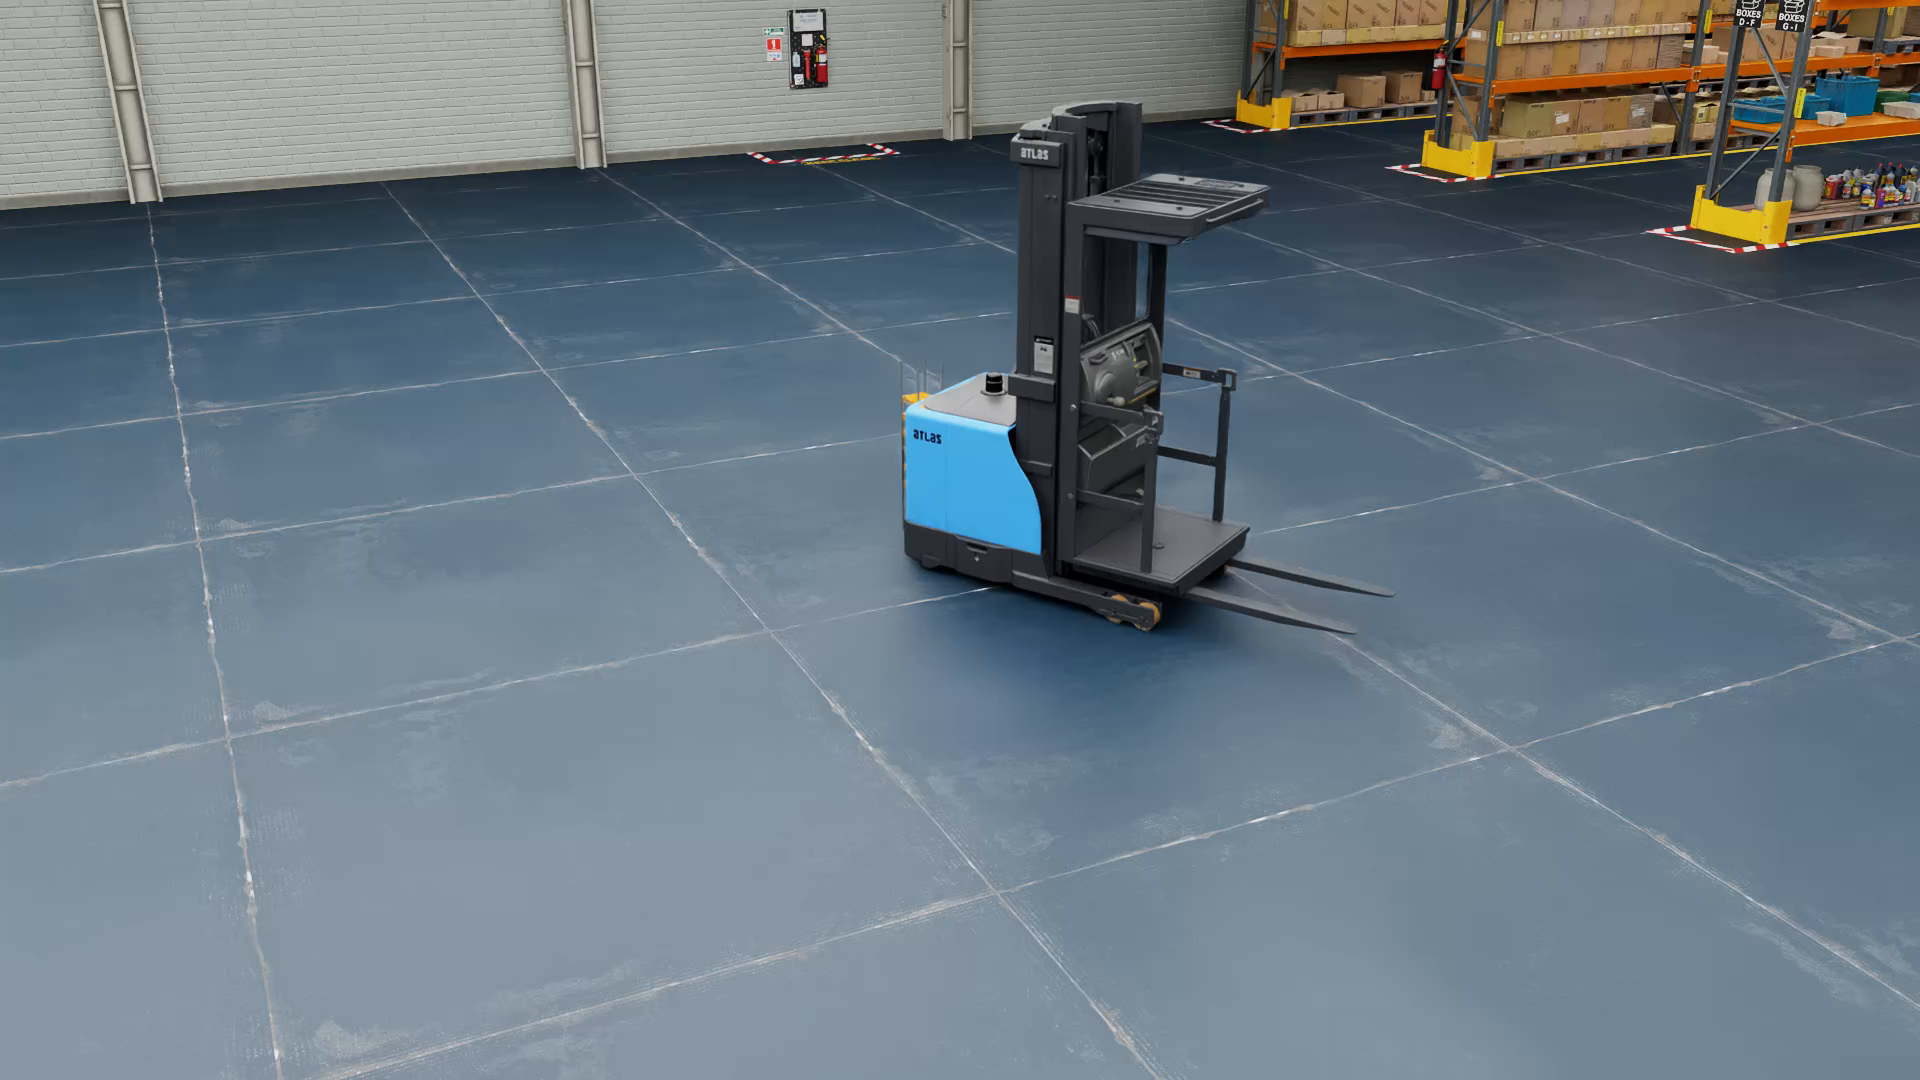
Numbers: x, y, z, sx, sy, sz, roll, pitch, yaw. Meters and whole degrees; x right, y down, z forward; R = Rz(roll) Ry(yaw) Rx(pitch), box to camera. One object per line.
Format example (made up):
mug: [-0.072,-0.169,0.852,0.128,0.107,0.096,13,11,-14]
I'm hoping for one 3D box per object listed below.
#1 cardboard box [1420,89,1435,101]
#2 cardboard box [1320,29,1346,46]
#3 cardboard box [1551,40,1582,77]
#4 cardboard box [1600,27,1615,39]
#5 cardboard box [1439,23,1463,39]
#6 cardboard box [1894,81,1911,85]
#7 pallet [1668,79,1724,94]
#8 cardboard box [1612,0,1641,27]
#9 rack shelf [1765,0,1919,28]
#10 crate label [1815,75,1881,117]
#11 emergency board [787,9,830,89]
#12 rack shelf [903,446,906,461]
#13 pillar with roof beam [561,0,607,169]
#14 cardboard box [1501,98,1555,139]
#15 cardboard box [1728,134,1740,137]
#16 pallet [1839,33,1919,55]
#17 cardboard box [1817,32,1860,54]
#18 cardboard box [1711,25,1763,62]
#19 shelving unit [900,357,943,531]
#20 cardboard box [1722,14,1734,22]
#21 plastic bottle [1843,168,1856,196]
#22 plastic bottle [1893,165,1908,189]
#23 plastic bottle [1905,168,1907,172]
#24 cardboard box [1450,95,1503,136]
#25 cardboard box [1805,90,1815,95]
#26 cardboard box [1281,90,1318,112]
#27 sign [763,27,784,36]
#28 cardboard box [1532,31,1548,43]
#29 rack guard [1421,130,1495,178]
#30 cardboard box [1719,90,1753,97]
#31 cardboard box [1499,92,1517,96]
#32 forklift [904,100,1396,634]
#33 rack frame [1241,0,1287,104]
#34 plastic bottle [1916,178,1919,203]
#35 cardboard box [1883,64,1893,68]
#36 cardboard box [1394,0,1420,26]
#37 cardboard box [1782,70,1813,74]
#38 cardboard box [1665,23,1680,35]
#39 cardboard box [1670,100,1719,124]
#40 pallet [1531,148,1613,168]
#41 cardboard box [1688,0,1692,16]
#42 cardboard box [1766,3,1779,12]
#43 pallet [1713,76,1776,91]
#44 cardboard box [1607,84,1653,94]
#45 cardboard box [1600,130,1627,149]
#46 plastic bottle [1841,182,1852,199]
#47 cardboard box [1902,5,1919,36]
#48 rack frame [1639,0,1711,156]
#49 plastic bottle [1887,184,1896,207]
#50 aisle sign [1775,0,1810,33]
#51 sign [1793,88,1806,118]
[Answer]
cardboard box: [8.239,-7.951,29.664,0.250,0.166,0.380,-14,26,-30]
cardboard box: [6.143,-8.495,28.019,0.500,0.250,0.500,-11,25,-25]
cardboard box: [8.603,-7.074,24.286,0.500,0.500,0.700,-10,25,-23]
cardboard box: [9.325,-7.421,24.276,0.250,0.149,0.380,-10,24,-22]
cardboard box: [8.413,-8.912,29.029,0.500,0.250,0.500,-10,25,-23]
cardboard box: [15.672,-7.483,28.098,0.500,0.500,0.500,-11,25,-26]
pallet: [14.153,-8.836,32.321,1.213,0.211,1.003,-10,25,-24]
cardboard box: [9.557,-7.852,24.469,0.500,0.500,0.700,-10,25,-24]
rack shelf: [11.203,-6.463,19.960,4.000,0.370,1.077,-10,25,-24]
crate label: [10.942,-5.493,20.551,0.616,0.435,0.502,-10,25,-24]
emergency board: [-2.290,-7.514,25.481,0.643,1.169,0.194,-10,25,-24]
rack shelf: [-0.254,-0.562,11.156,0.180,0.103,0.258,-14,26,-30]
pillar with roof beam: [-3.586,-8.204,19.304,0.400,9.000,9.100,-10,25,-24]
cardboard box: [8.285,-6.151,24.254,0.500,0.500,0.500,-10,25,-24]
cardboard box: [11.792,-6.438,25.928,0.500,0.250,0.500,-10,24,-22]
pallet: [15.045,-8.160,27.293,1.003,0.211,1.213,-10,25,-24]
cardboard box: [14.118,-8.026,26.834,0.500,0.311,0.500,-9,24,-20]
cardboard box: [12.034,-7.704,25.810,0.500,0.500,0.500,-9,24,-20]
shelving unit: [-0.254,-0.603,11.139,0.189,1.200,0.258,-14,26,-30]
cardboard box: [14.571,-10.026,31.852,0.250,0.149,0.380,-11,25,-25]
plastic bottle: [11.377,-4.597,21.322,0.185,0.351,0.144,-9,24,-21]
plastic bottle: [12.160,-4.680,21.522,0.185,0.351,0.144,-10,25,-24]
plastic bottle: [12.248,-4.721,21.720,0.135,0.276,0.152,-9,24,-22]
cardboard box: [7.610,-6.247,24.485,0.500,0.500,0.500,-10,25,-24]
cardboard box: [13.634,-7.035,26.636,0.500,0.311,0.500,-11,25,-24]
cardboard box: [5.766,-7.537,28.476,0.500,0.311,0.500,-14,26,-30]
sign: [-2.825,-7.717,25.232,0.331,0.109,0.001,-10,25,-24]
cardboard box: [8.165,-7.208,23.762,0.250,0.149,0.380,-10,25,-23]
rack guard: [7.234,-5.627,24.189,0.348,0.500,1.175,-10,25,-24]
cardboard box: [12.472,-7.050,26.673,0.500,0.311,0.500,-11,25,-24]
cardboard box: [9.808,-8.435,30.398,0.500,0.500,0.700,-11,25,-25]
forklift: [1.150,-1.045,9.943,3.031,2.935,1.130,14,26,31]
rack frame: [5.104,-8.492,27.843,0.127,3.000,1.000,-10,25,-24]
plastic bottle: [12.086,-4.429,20.916,0.185,0.351,0.144,-11,25,-24]
cardboard box: [18.934,-10.035,34.289,0.500,0.500,0.700,-10,25,-24]
cardboard box: [7.511,-9.092,28.483,0.500,0.500,0.500,-11,25,-25]
cardboard box: [16.635,-9.610,33.264,0.500,0.500,0.700,-10,25,-23]
cardboard box: [10.484,-7.636,24.795,0.250,0.149,0.380,-11,25,-25]
cardboard box: [11.340,-6.614,25.620,0.500,0.311,0.500,-10,25,-23]
pallet: [9.024,-5.839,25.080,1.213,0.211,1.003,-10,25,-24]
cardboard box: [13.337,-10.088,31.153,0.500,0.500,0.500,-10,24,-22]
cardboard box: [15.610,-10.512,32.177,0.500,0.500,0.500,-11,25,-24]
pallet: [15.254,-9.040,32.813,1.213,0.211,1.003,-10,25,-24]
cardboard box: [10.306,-6.750,25.700,0.500,0.500,0.500,-10,25,-24]
cardboard box: [9.638,-6.053,24.996,0.500,0.250,0.500,-10,25,-24]
plastic bottle: [11.300,-4.459,21.185,0.097,0.201,0.097,0,22,0]
cardboard box: [15.890,-8.582,27.381,0.500,0.500,0.700,-6,23,-14]
rack frame: [10.860,-7.449,25.323,0.127,3.000,1.000,-10,25,-24]
plastic bottle: [11.569,-4.287,20.677,0.097,0.271,0.097,0,22,0]
aisle sign: [9.463,-6.166,18.825,0.004,0.787,0.394,-10,25,-24]
sign: [9.635,-5.015,19.082,0.005,0.325,0.100,-10,25,-24]
